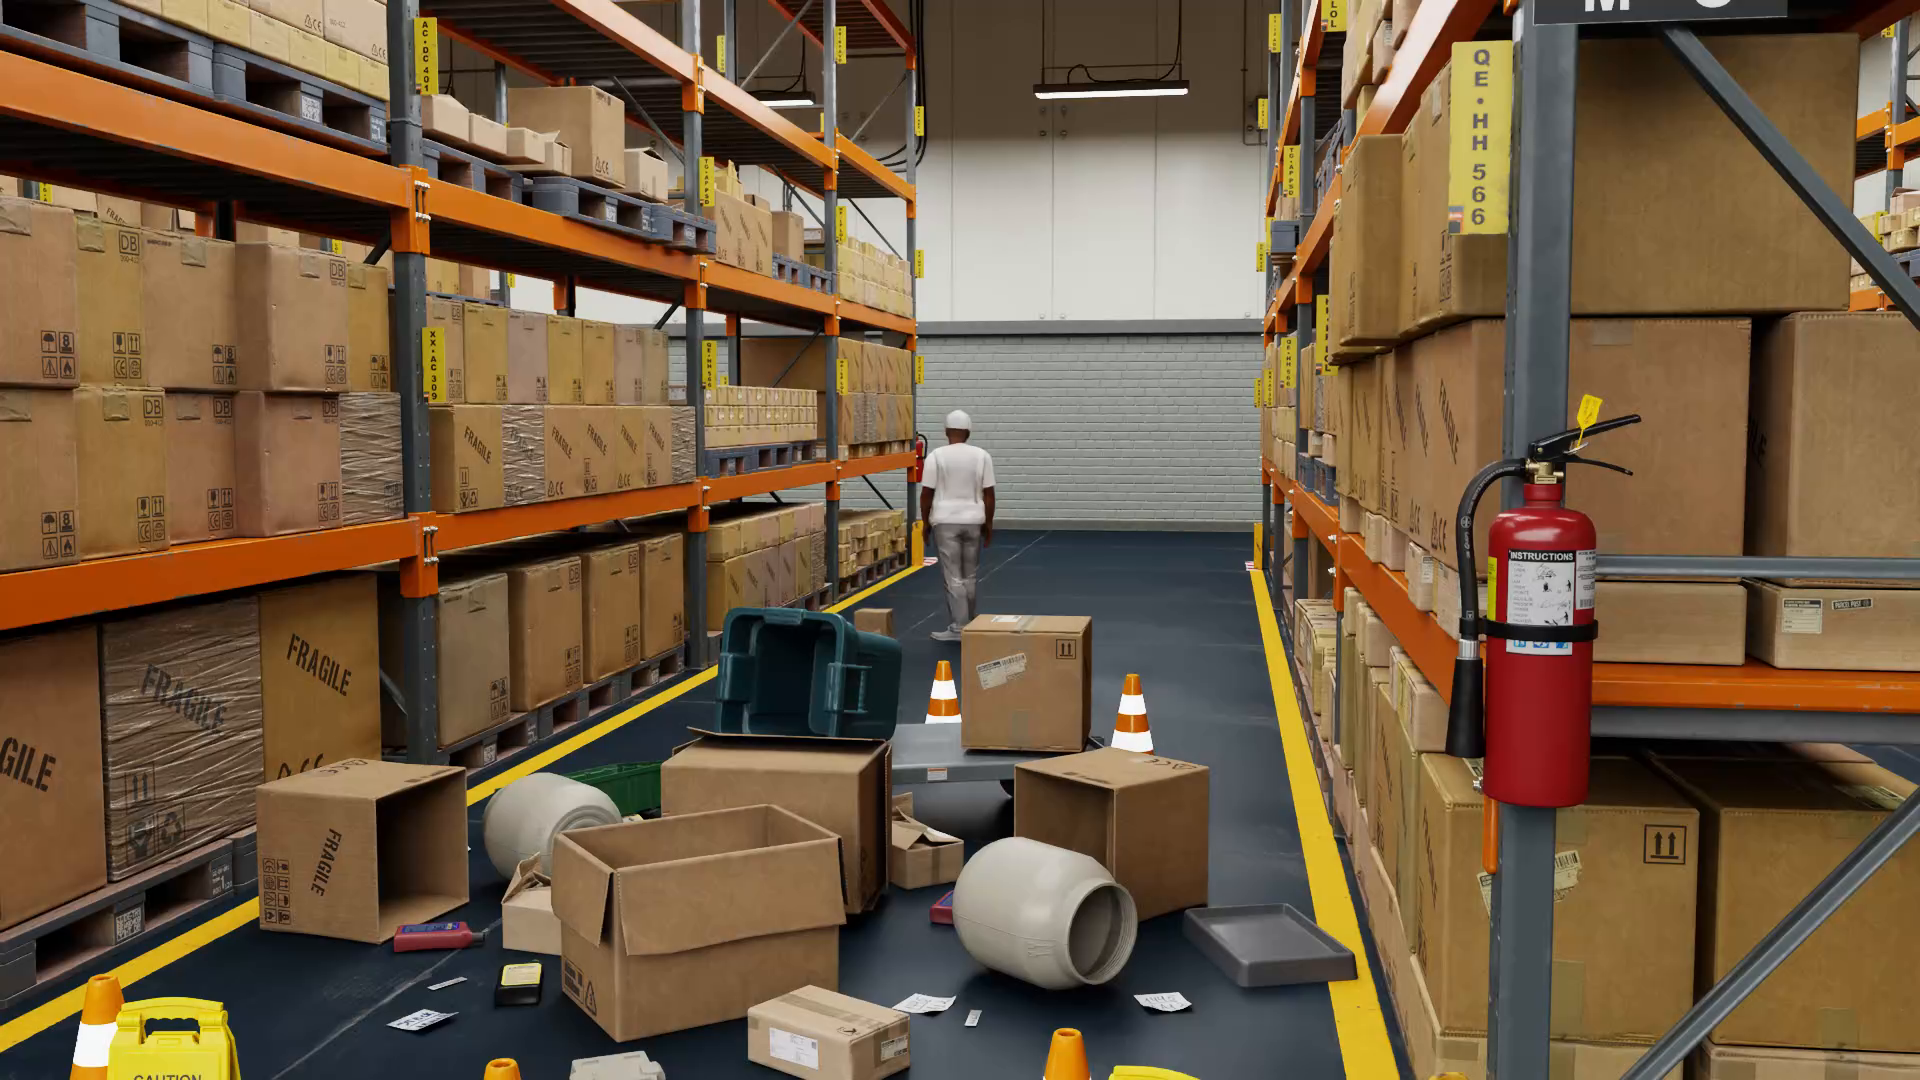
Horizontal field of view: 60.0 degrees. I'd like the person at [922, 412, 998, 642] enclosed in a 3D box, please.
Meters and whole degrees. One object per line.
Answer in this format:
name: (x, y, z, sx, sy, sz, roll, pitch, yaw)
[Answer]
person: (-0.003, -0.100, 12.751, 0.577, 1.767, 0.554, -1, 5, -12)
